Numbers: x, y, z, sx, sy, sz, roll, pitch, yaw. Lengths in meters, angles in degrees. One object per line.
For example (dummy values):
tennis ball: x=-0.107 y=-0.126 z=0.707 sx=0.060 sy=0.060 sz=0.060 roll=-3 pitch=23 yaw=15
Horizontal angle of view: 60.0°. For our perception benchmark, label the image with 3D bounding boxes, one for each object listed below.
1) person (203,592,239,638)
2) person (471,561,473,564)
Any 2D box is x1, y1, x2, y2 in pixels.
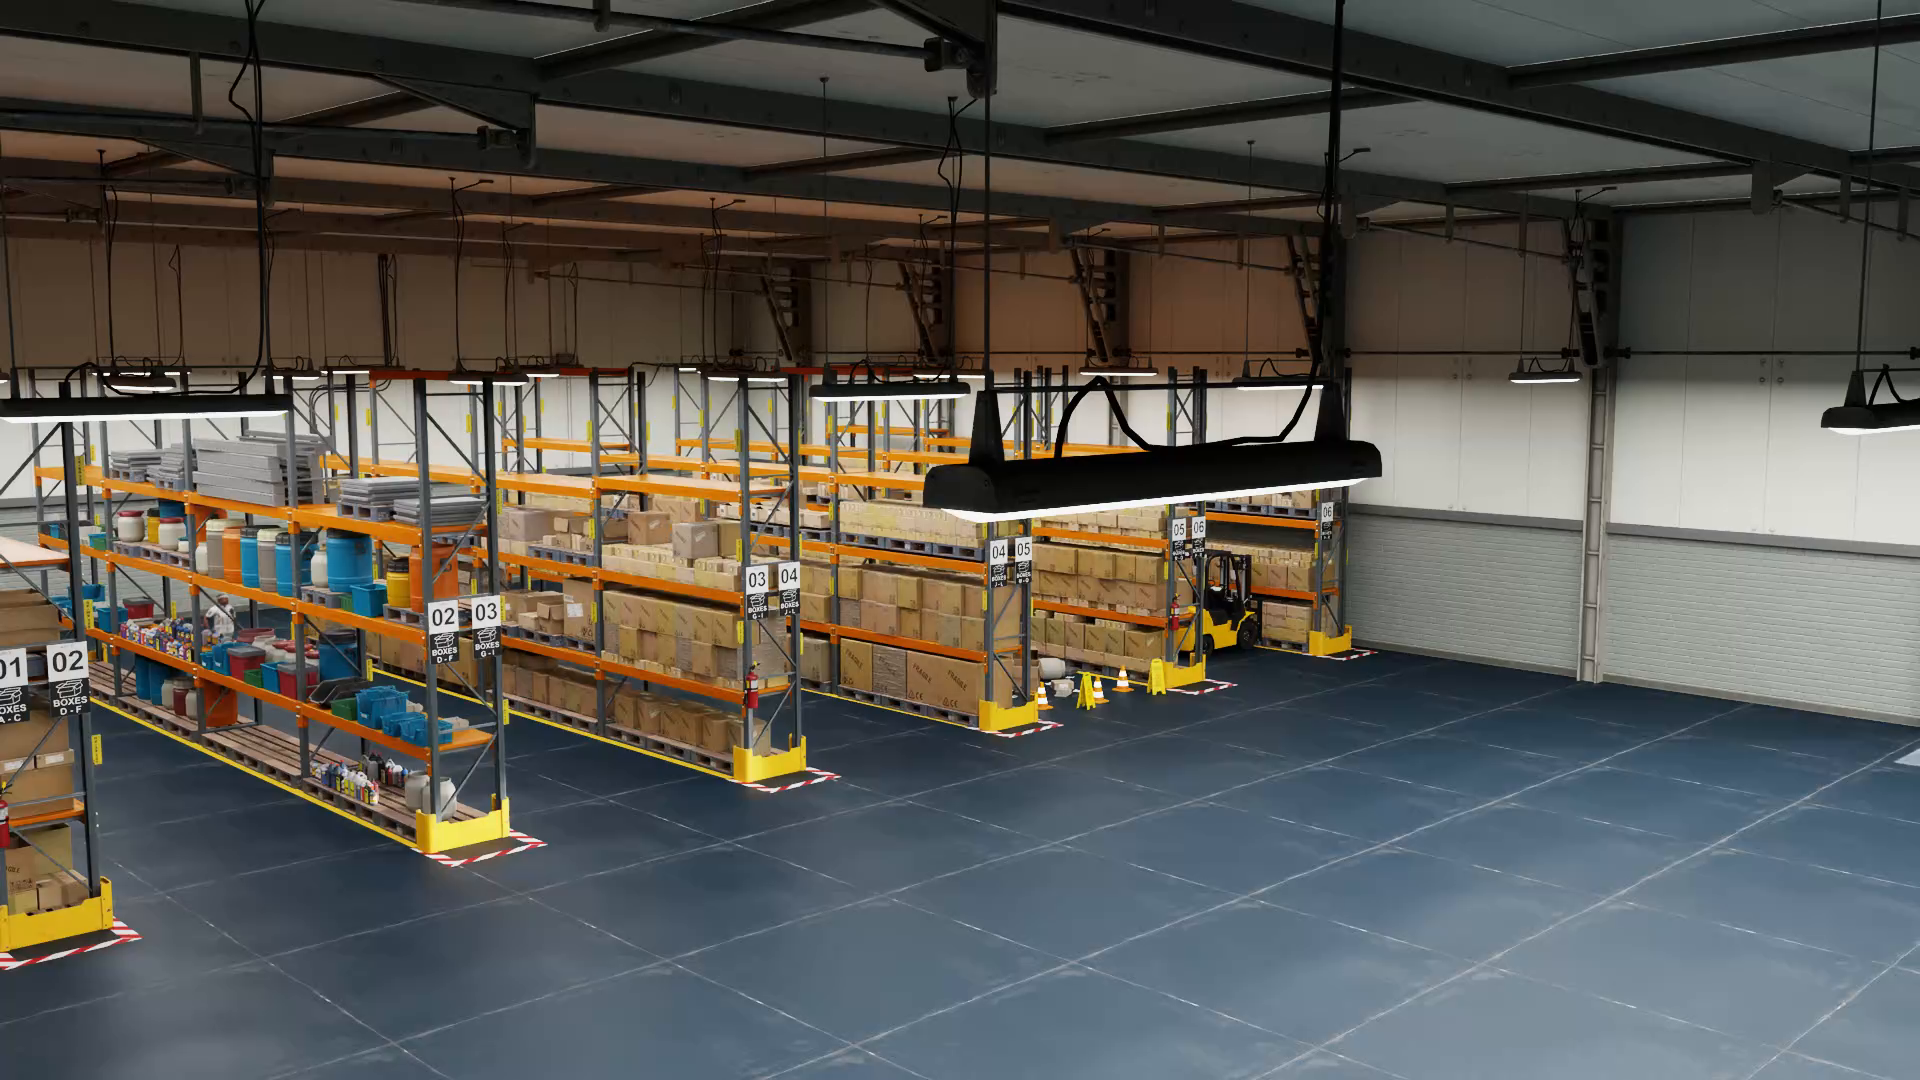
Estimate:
person: x=-14.363 y=1.845 z=32.480 sx=0.654 sy=1.705 sz=0.589 roll=4 pitch=8 yaw=31
person: x=-11.160 y=1.247 z=38.171 sx=0.540 sy=1.599 sz=0.610 roll=-5 pitch=8 yaw=-36
